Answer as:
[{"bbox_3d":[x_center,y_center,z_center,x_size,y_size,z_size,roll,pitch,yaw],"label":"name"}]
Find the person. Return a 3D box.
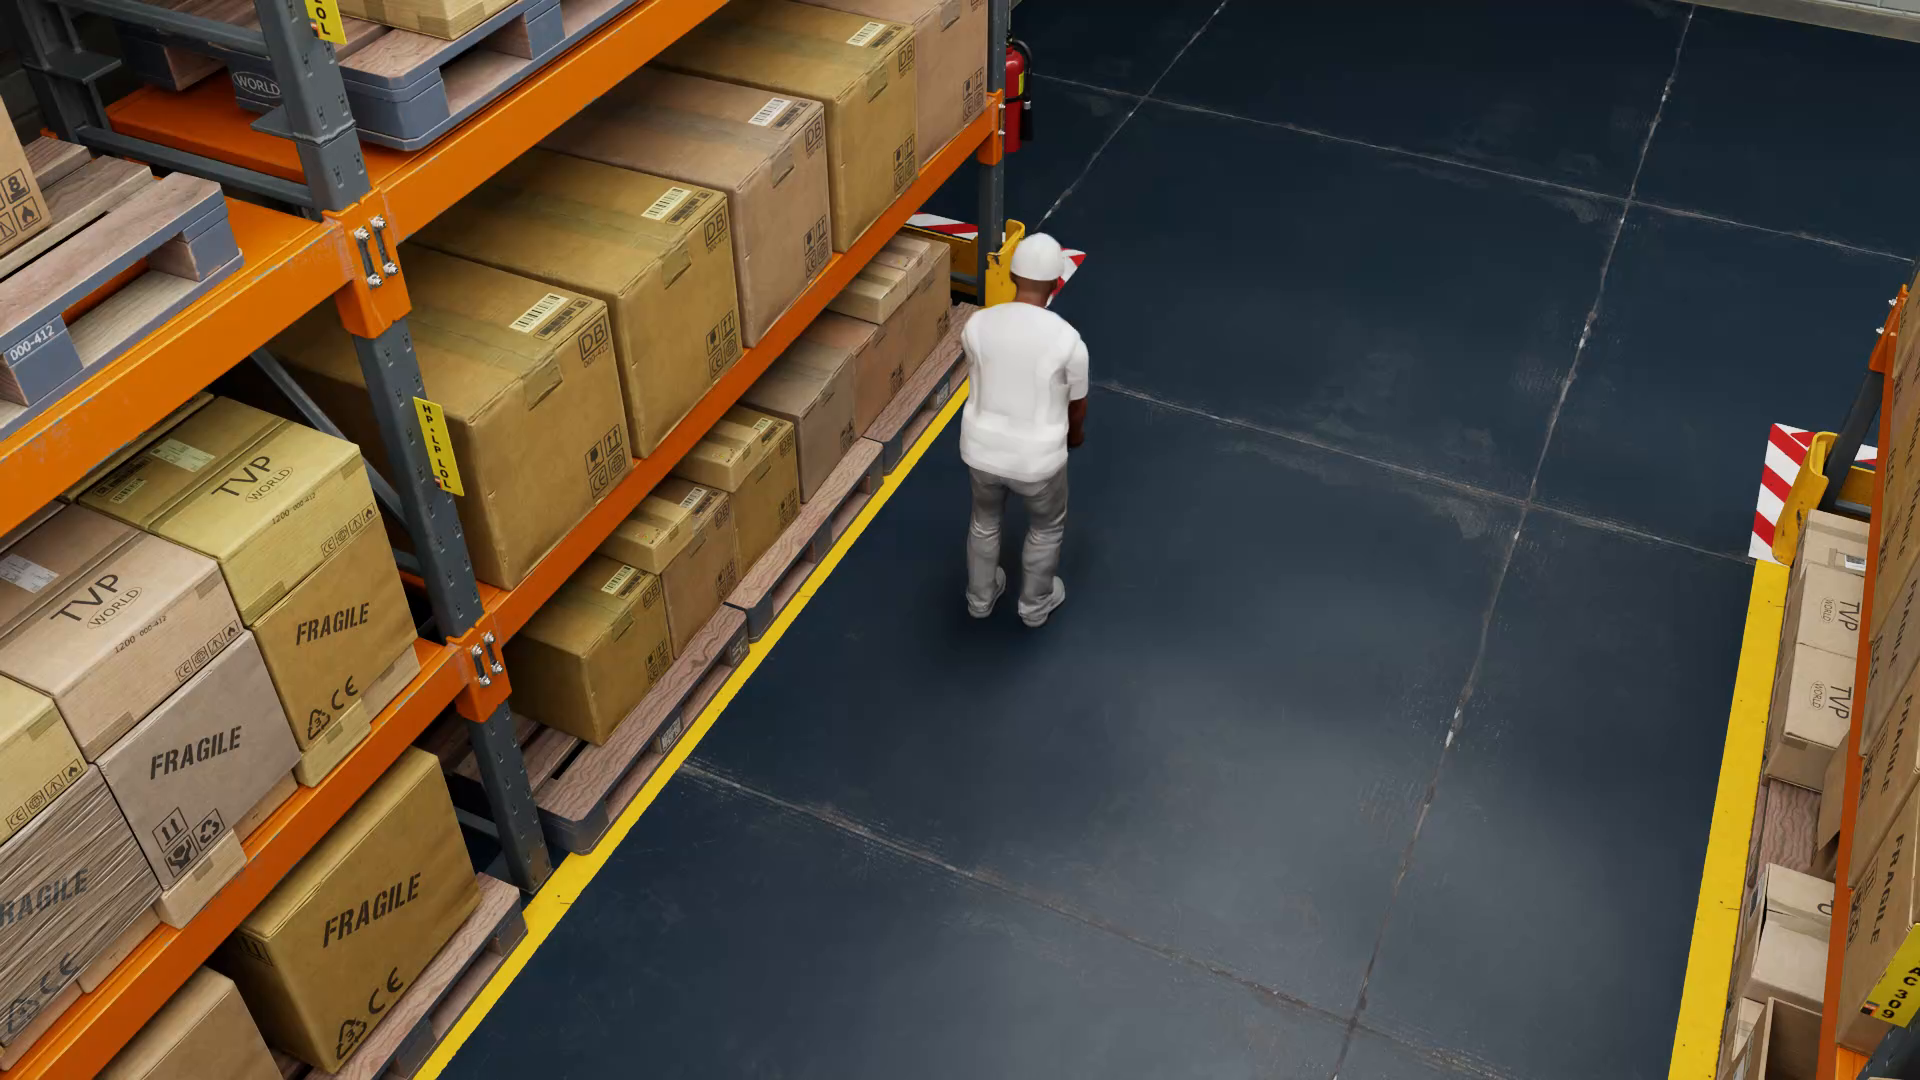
[{"bbox_3d":[0.250,-0.410,6.636,0.493,1.719,0.611,16,44,17],"label":"person"}]
